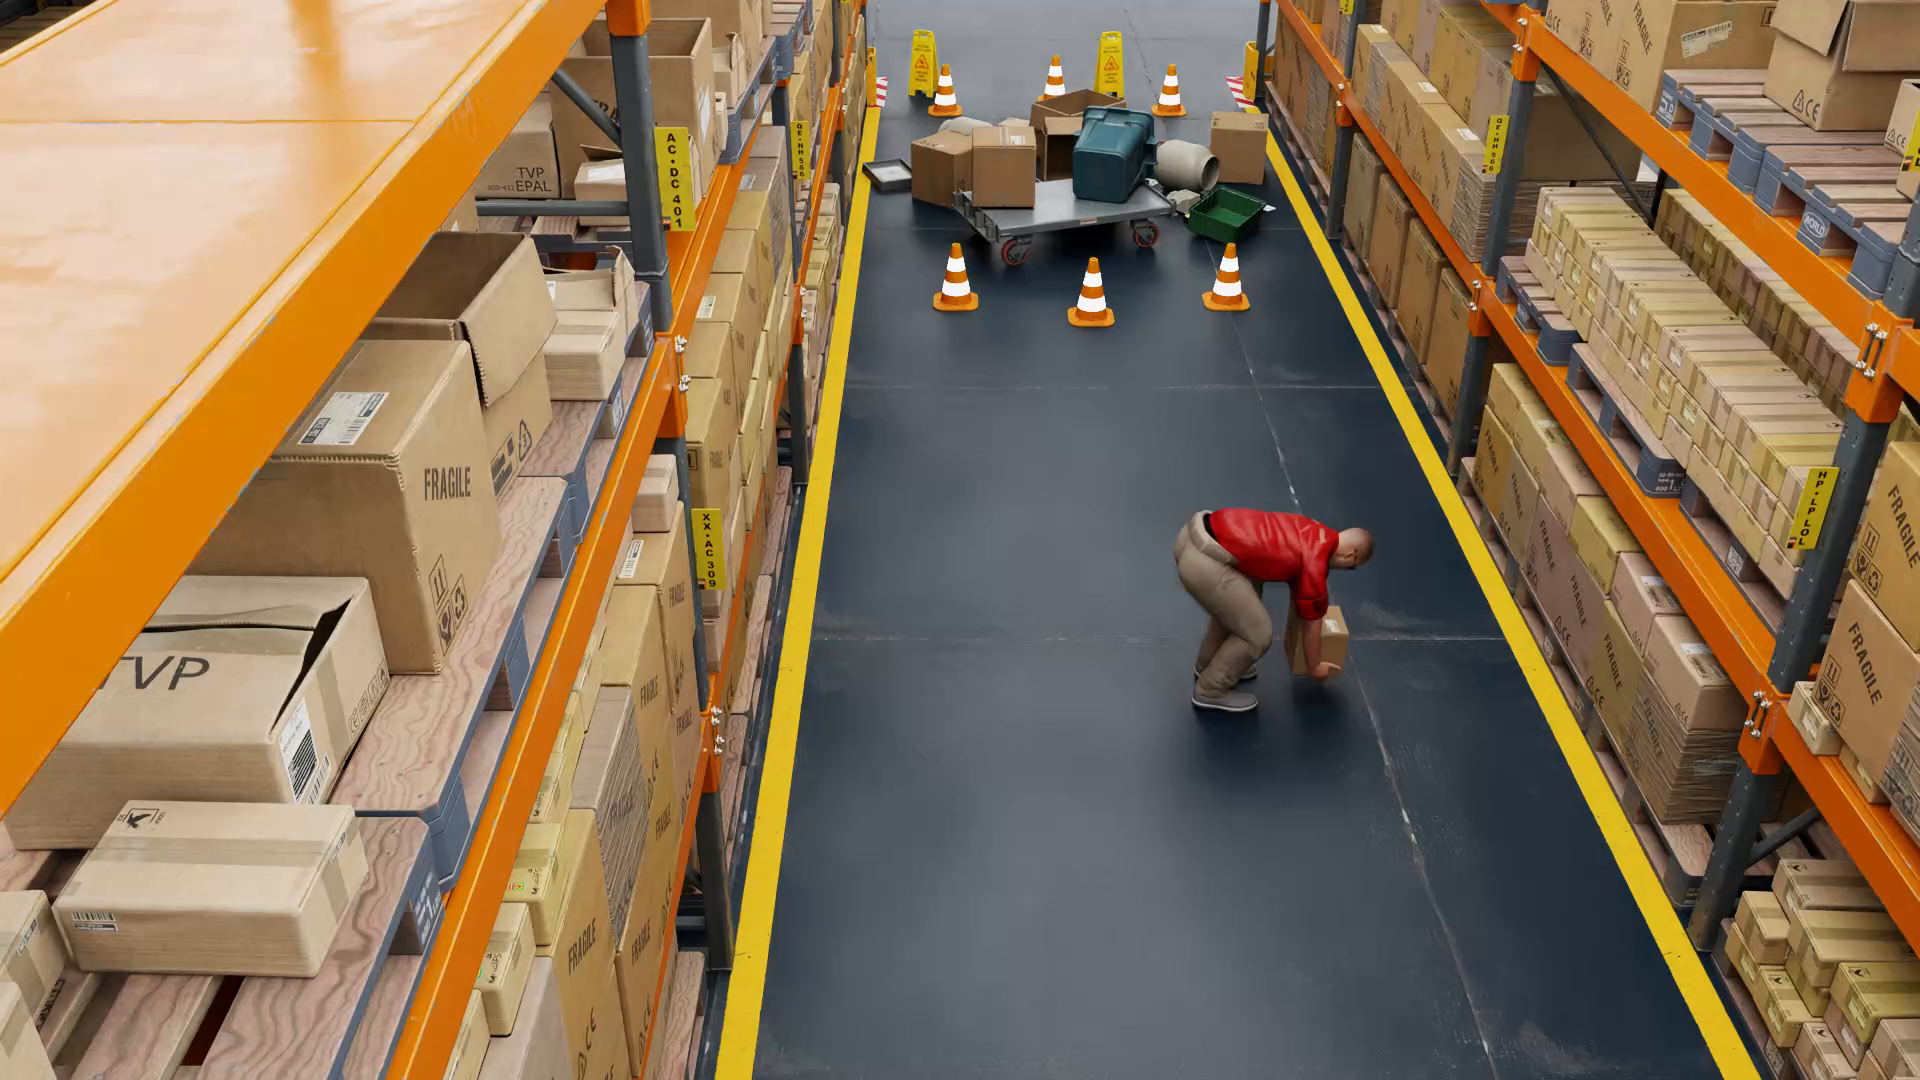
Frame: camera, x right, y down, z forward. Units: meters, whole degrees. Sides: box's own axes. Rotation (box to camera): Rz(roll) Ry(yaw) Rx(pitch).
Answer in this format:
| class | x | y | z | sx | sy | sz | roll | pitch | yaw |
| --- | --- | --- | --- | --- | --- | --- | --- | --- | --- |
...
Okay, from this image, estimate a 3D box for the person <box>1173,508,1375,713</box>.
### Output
| class | x | y | z | sx | sy | sz | roll | pitch | yaw |
| --- | --- | --- | --- | --- | --- | --- | --- | --- | --- |
| person | 1.511 | 0.317 | 8.125 | 0.962 | 1.014 | 0.506 | -2 | 31 | -2 |
